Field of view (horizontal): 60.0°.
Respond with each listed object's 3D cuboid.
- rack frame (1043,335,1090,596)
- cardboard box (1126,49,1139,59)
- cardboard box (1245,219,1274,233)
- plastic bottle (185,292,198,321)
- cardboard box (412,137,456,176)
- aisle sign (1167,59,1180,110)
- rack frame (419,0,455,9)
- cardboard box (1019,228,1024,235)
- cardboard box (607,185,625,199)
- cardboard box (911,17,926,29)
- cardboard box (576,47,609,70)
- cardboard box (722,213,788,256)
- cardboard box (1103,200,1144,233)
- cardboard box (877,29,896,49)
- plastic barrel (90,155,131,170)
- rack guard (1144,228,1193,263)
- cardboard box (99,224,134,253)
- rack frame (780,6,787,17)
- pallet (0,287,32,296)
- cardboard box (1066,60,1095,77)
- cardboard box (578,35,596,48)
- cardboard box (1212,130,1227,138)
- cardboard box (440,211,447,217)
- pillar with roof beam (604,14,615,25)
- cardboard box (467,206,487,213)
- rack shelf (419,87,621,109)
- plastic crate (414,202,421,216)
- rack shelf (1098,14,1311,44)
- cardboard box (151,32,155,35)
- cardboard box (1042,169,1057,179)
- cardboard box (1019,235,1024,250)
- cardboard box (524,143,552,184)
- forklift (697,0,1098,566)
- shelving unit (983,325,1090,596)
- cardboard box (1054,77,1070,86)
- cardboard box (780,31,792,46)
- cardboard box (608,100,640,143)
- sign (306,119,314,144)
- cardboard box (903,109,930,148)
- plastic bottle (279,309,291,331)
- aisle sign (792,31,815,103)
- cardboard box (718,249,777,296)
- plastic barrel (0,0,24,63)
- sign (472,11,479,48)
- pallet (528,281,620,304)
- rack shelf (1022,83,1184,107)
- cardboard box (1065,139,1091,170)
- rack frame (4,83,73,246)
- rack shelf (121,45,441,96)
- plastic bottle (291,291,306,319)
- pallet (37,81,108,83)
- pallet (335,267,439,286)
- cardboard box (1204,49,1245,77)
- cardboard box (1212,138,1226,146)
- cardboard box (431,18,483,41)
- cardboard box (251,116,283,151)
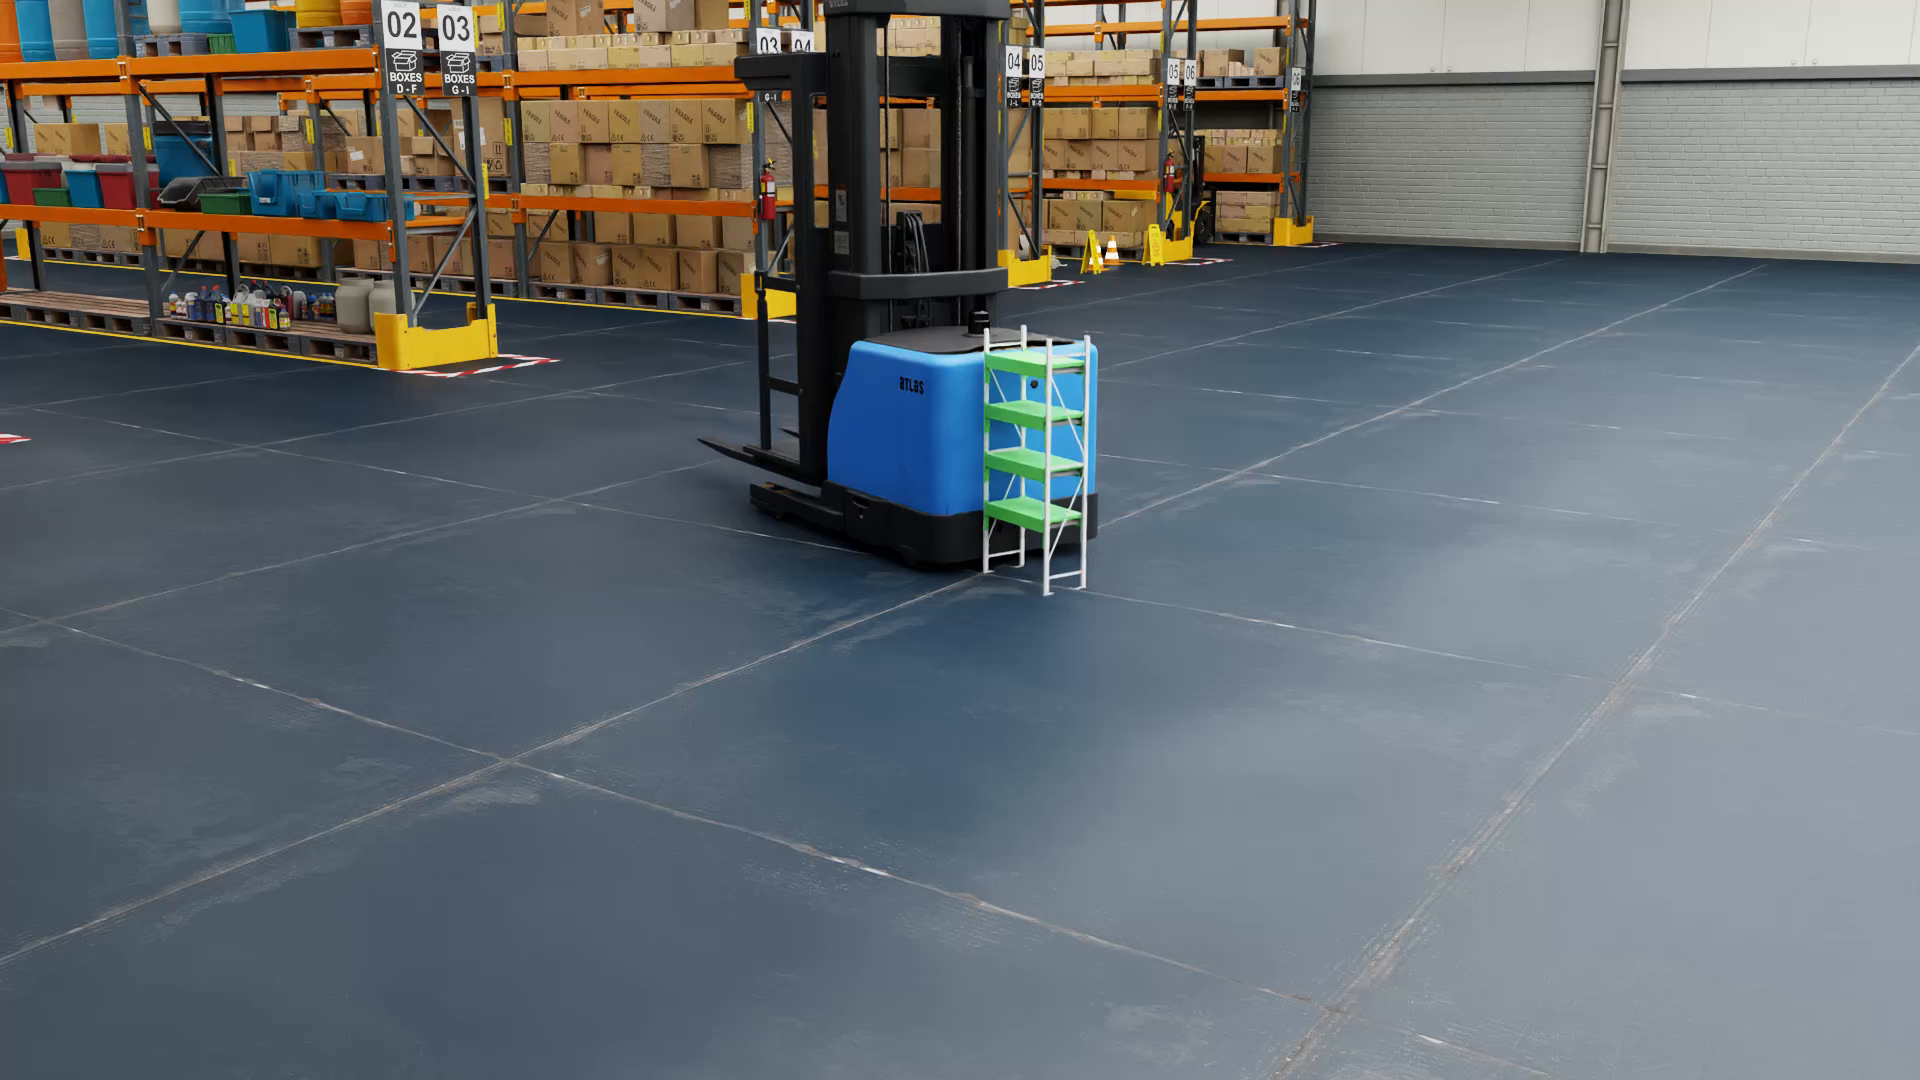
[{"bbox_3d":[0.492,-0.338,7.690,0.240,1.200,0.015,-9,17,-33],"label":"rack frame"},{"bbox_3d":[2.879,-7.834,26.850,0.250,0.149,0.380,10,17,34],"label":"cardboard box"},{"bbox_3d":[5.718,-5.944,31.440,0.500,0.250,0.500,9,17,33],"label":"cardboard box"},{"bbox_3d":[-7.793,-2.381,16.951,0.135,0.276,0.152,10,17,35],"label":"plastic bottle"},{"bbox_3d":[-6.822,-5.113,22.146,0.637,0.503,0.797,11,18,38],"label":"cardboard box"},{"bbox_3d":[3.407,-7.280,26.580,0.004,0.787,0.394,9,17,33],"label":"aisle sign"},{"bbox_3d":[-9.119,-9.605,28.898,0.127,3.000,1.000,9,17,33],"label":"rack frame"},{"bbox_3d":[0.986,-5.288,28.789,0.500,0.250,0.500,10,17,36],"label":"cardboard box"},{"bbox_3d":[-4.070,-4.236,20.214,0.250,0.149,0.380,9,17,33],"label":"cardboard box"},{"bbox_3d":[-0.471,-7.171,23.089,0.250,0.149,0.380,9,17,33],"label":"cardboard box"},{"bbox_3d":[-4.254,-5.778,19.992,0.500,0.250,0.500,8,16,31],"label":"cardboard box"},{"bbox_3d":[-3.046,-4.797,25.769,0.750,0.750,1.050,9,17,33],"label":"cardboard box"},{"bbox_3d":[2.707,-5.373,27.573,0.500,0.500,0.500,9,17,33],"label":"cardboard box"},{"bbox_3d":[-0.972,-7.076,23.535,0.500,0.250,0.500,9,17,33],"label":"cardboard box"},{"bbox_3d":[-9.377,-3.994,18.431,0.433,0.535,0.433,0,14,0],"label":"plastic barrel"},{"bbox_3d":[3.454,-4.881,27.501,0.348,0.500,1.175,9,17,33],"label":"rack guard"},{"bbox_3d":[-13.220,-5.115,26.793,0.875,0.875,0.875,9,17,33],"label":"cardboard box"},{"bbox_3d":[-3.673,-11.596,36.940,0.127,3.000,1.000,9,17,33],"label":"rack frame"},{"bbox_3d":[-12.093,-2.938,20.251,1.213,0.211,1.003,9,17,33],"label":"pallet"},{"bbox_3d":[2.093,-7.763,27.392,0.500,0.250,0.500,10,17,34],"label":"cardboard box"},{"bbox_3d":[-4.363,-5.976,19.964,0.250,0.149,0.380,9,16,32],"label":"cardboard box"},{"bbox_3d":[4.972,-7.706,31.533,0.250,0.149,0.380,10,17,34],"label":"cardboard box"},{"bbox_3d":[-9.289,-5.889,30.193,0.250,0.149,0.380,10,17,35],"label":"cardboard box"},{"bbox_3d":[-11.129,-11.815,37.826,0.400,9.000,9.100,9,17,33],"label":"pillar with roof beam"},{"bbox_3d":[-8.210,-5.825,28.879,0.500,0.250,0.500,10,17,34],"label":"cardboard box"},{"bbox_3d":[-7.459,-7.532,28.261,4.000,0.370,1.077,9,17,33],"label":"rack shelf"},{"bbox_3d":[-5.341,-3.177,15.964,0.250,0.136,0.298,9,17,33],"label":"plastic crate"},{"bbox_3d":[4.625,-9.712,31.657,4.000,0.370,1.077,9,17,33],"label":"rack shelf"},{"bbox_3d":[-12.654,-7.568,25.619,0.500,0.500,0.700,8,16,30],"label":"cardboard box"},{"bbox_3d":[1.562,-6.191,28.113,0.250,0.149,0.380,9,17,33],"label":"cardboard box"},{"bbox_3d":[0.647,-4.603,26.372,0.637,0.503,0.797,-1,14,-6],"label":"cardboard box"},{"bbox_3d":[-4.994,-4.765,21.003,0.500,0.500,0.875,9,17,33],"label":"cardboard box"},{"bbox_3d":[-0.535,-1.598,9.180,1.130,2.935,3.031,-9,17,-33],"label":"forklift"},{"bbox_3d":[0.354,-0.386,7.885,0.258,1.200,0.503,-9,17,-33],"label":"shelving unit"},{"bbox_3d":[1.766,-7.608,27.594,0.250,0.149,0.380,9,16,32],"label":"cardboard box"},{"bbox_3d":[-2.113,-5.768,19.123,0.250,0.149,0.380,9,17,32],"label":"cardboard box"},{"bbox_3d":[-3.850,-5.013,19.925,0.500,0.500,0.500,9,17,33],"label":"cardboard box"},{"bbox_3d":[-8.959,-5.632,22.924,0.005,0.325,0.100,9,17,33],"label":"sign"},{"bbox_3d":[-0.344,-5.896,23.839,0.550,0.550,0.875,9,17,33],"label":"cardboard box"},{"bbox_3d":[-6.546,-2.135,16.113,0.097,0.201,0.097,0,14,0],"label":"plastic bottle"},{"bbox_3d":[-1.795,-5.422,19.073,0.004,0.787,0.394,9,17,33],"label":"aisle sign"},{"bbox_3d":[-2.522,-3.186,19.779,0.500,0.500,0.500,13,19,43],"label":"cardboard box"},{"bbox_3d":[-10.313,-5.617,18.136,0.708,0.830,0.600,9,17,33],"label":"plastic barrel"},{"bbox_3d":[-4.467,-4.690,15.267,0.005,0.325,0.100,9,17,33],"label":"sign"},{"bbox_3d":[-4.755,-3.208,21.344,1.213,0.211,1.003,9,17,33],"label":"pallet"},{"bbox_3d":[1.858,-7.459,27.969,4.000,0.370,1.077,9,17,33],"label":"rack shelf"},{"bbox_3d":[2.087,-6.431,27.733,0.500,0.500,0.500,9,17,33],"label":"cardboard box"},{"bbox_3d":[-15.290,-6.254,27.846,0.127,3.000,1.000,9,17,33],"label":"rack frame"},{"bbox_3d":[-6.437,-4.496,15.998,4.000,0.370,1.077,9,17,33],"label":"rack shelf"},{"bbox_3d":[-6.842,-2.428,17.143,0.135,0.276,0.152,10,17,34],"label":"plastic bottle"},{"bbox_3d":[-14.668,-7.570,27.102,1.213,0.211,1.003,9,17,33],"label":"pallet"},{"bbox_3d":[-8.004,-3.723,23.422,1.213,0.211,1.003,9,17,33],"label":"pallet"},{"bbox_3d":[4.987,-9.000,31.404,0.500,0.500,0.700,9,17,33],"label":"cardboard box"},{"bbox_3d":[4.983,-7.566,31.586,0.250,0.149,0.380,9,16,31],"label":"cardboard box"},{"bbox_3d":[-6.450,-6.564,21.765,0.637,0.503,0.797,10,17,35],"label":"cardboard box"},{"bbox_3d":[-9.788,-5.906,24.143,0.637,0.503,0.797,10,17,34],"label":"cardboard box"}]
